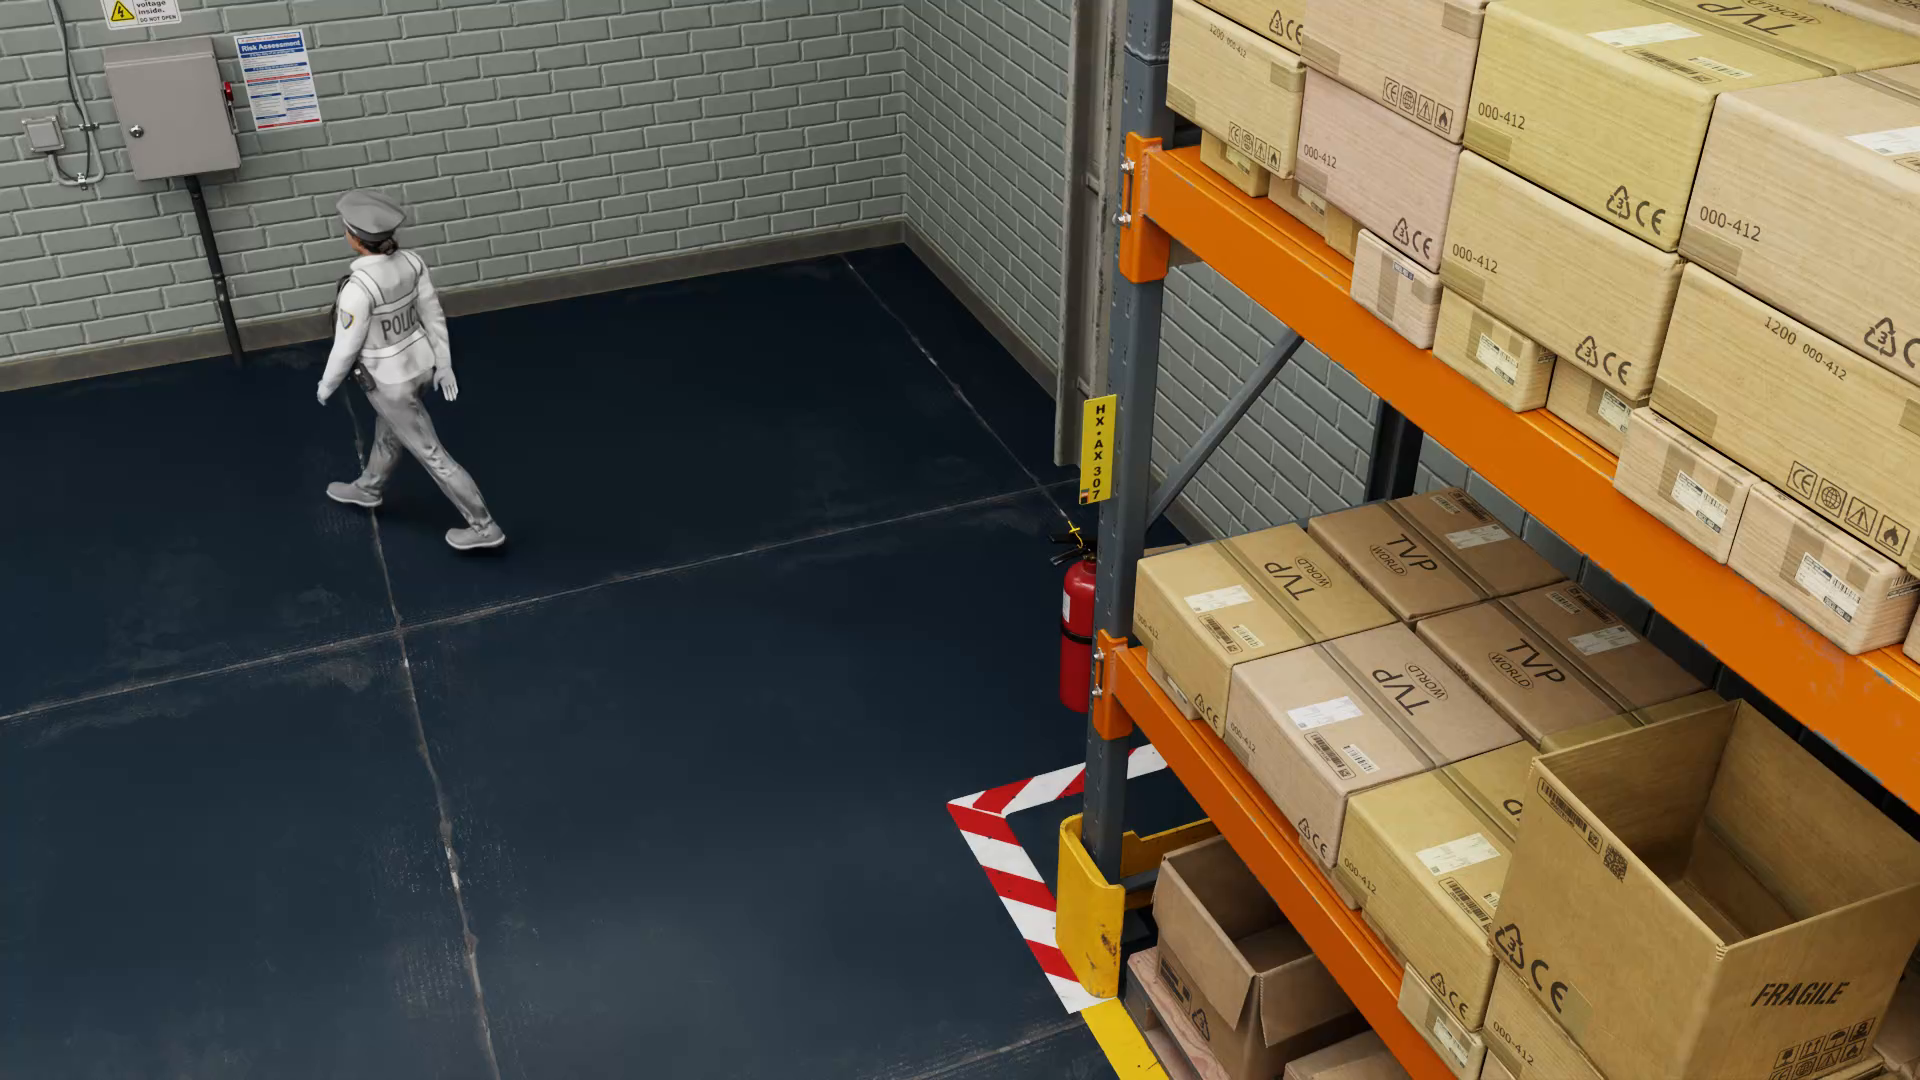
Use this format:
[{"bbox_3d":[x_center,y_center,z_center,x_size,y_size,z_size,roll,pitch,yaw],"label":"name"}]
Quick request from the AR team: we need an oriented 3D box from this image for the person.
[{"bbox_3d":[-2.523,-0.737,7.194,1.015,1.629,0.494,10,35,15],"label":"person"}]
